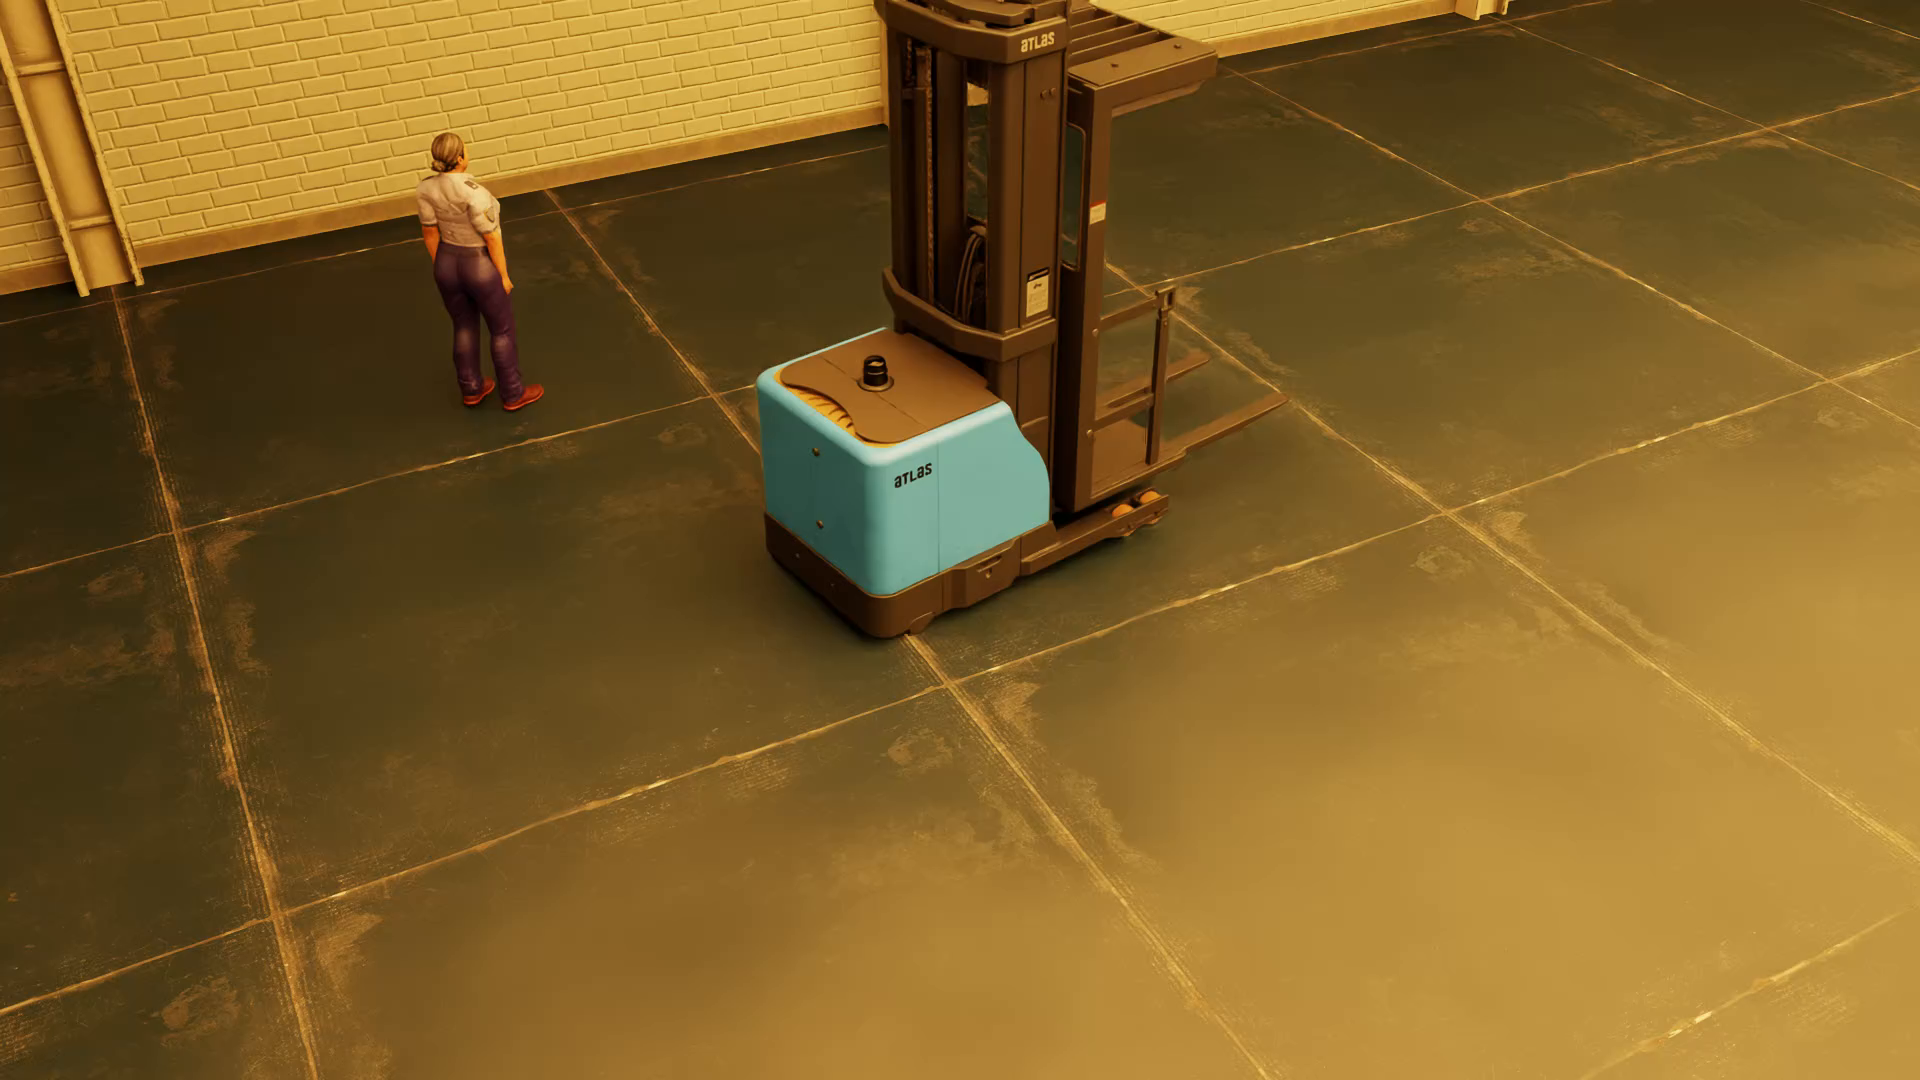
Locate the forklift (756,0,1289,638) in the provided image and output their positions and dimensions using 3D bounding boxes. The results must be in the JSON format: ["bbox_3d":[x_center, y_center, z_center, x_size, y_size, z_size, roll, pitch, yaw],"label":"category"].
[{"bbox_3d":[0.477,-1.430,8.146,3.031,2.935,1.130,-25,42,-31],"label":"forklift"}]

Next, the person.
[{"bbox_3d":[-2.735,-1.507,9.371,0.479,1.653,0.348,11,37,15],"label":"person"}]
